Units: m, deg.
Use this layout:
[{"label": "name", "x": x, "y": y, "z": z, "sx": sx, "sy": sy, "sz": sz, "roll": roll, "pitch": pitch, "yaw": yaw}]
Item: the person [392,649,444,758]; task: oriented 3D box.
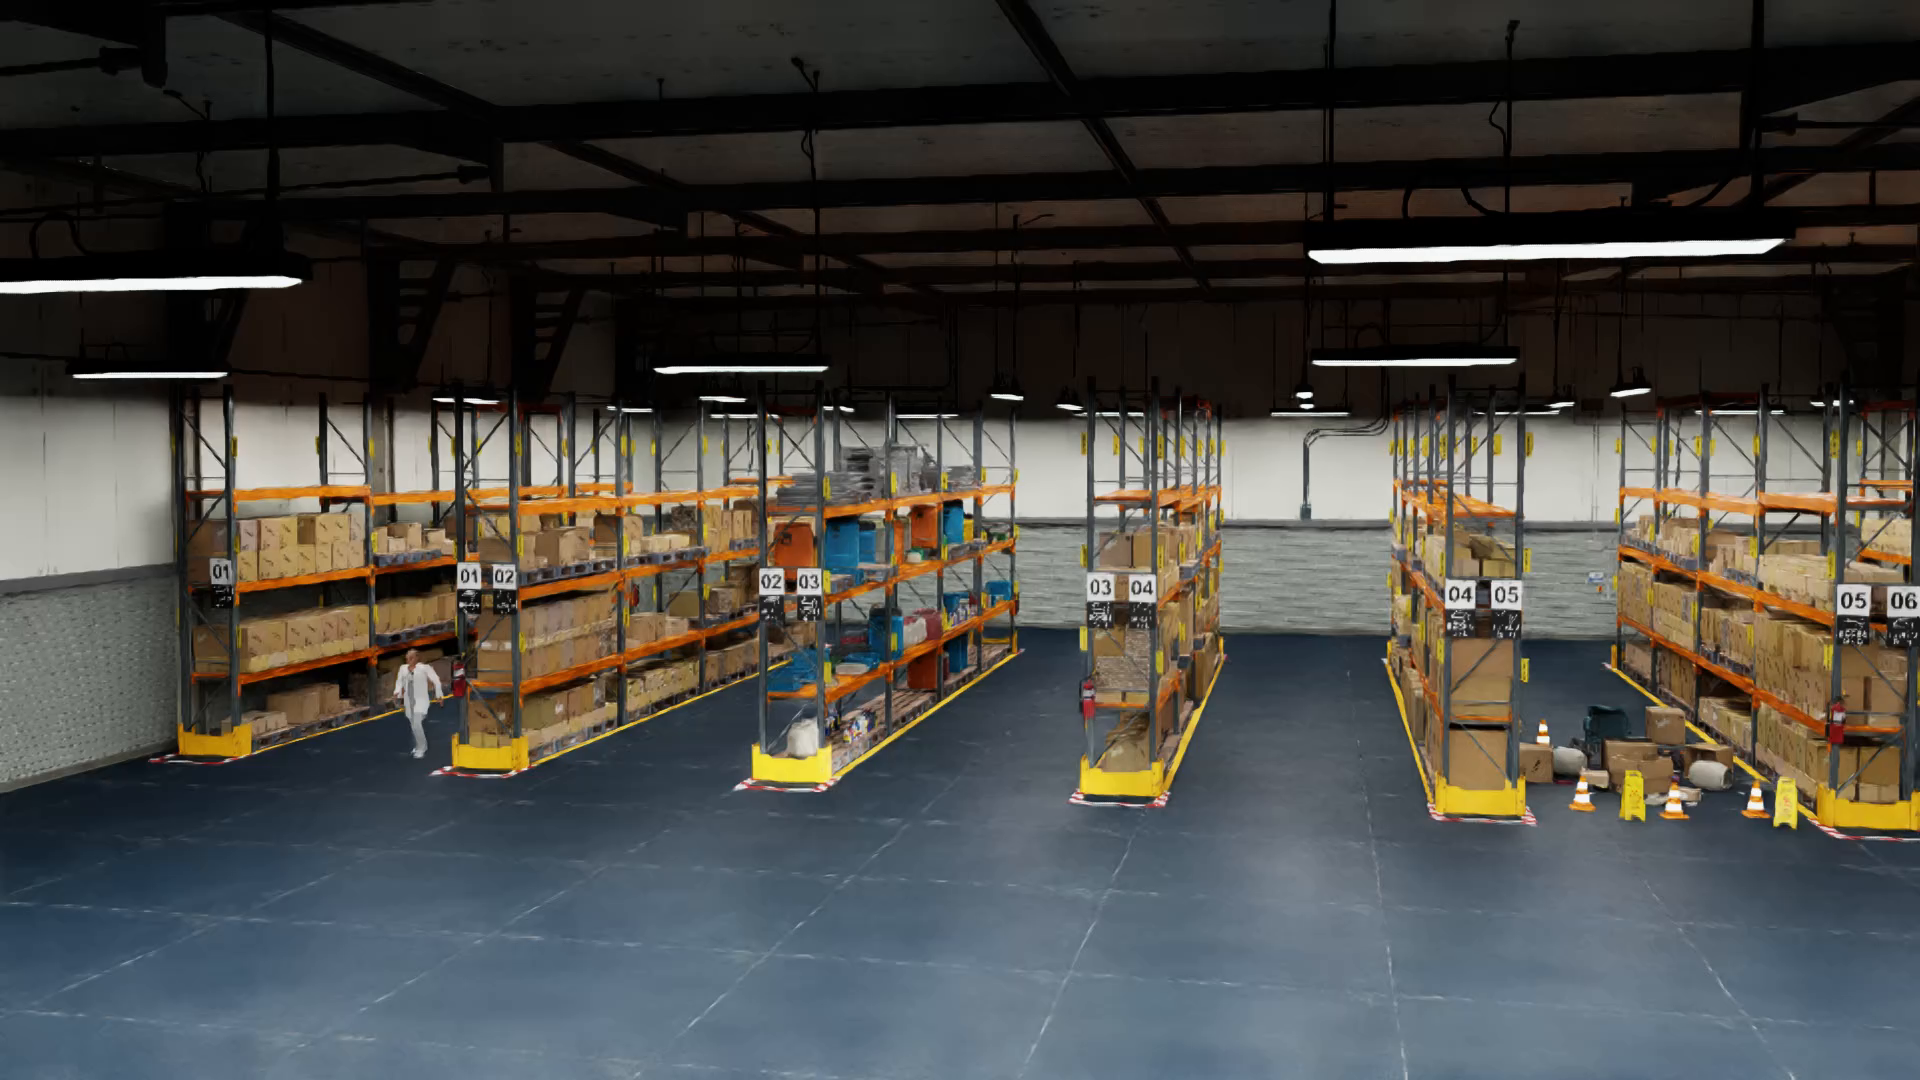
[{"label": "person", "x": -8.808, "y": 2.624, "z": 26.978, "sx": 0.750, "sy": 1.737, "sz": 0.748, "roll": 1, "pitch": 3, "yaw": 17}]

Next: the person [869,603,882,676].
[{"label": "person", "x": -1.823, "y": 2.161, "z": 36.274, "sx": 0.401, "sy": 1.599, "sz": 0.465, "roll": -1, "pitch": 3, "yaw": -19}]
